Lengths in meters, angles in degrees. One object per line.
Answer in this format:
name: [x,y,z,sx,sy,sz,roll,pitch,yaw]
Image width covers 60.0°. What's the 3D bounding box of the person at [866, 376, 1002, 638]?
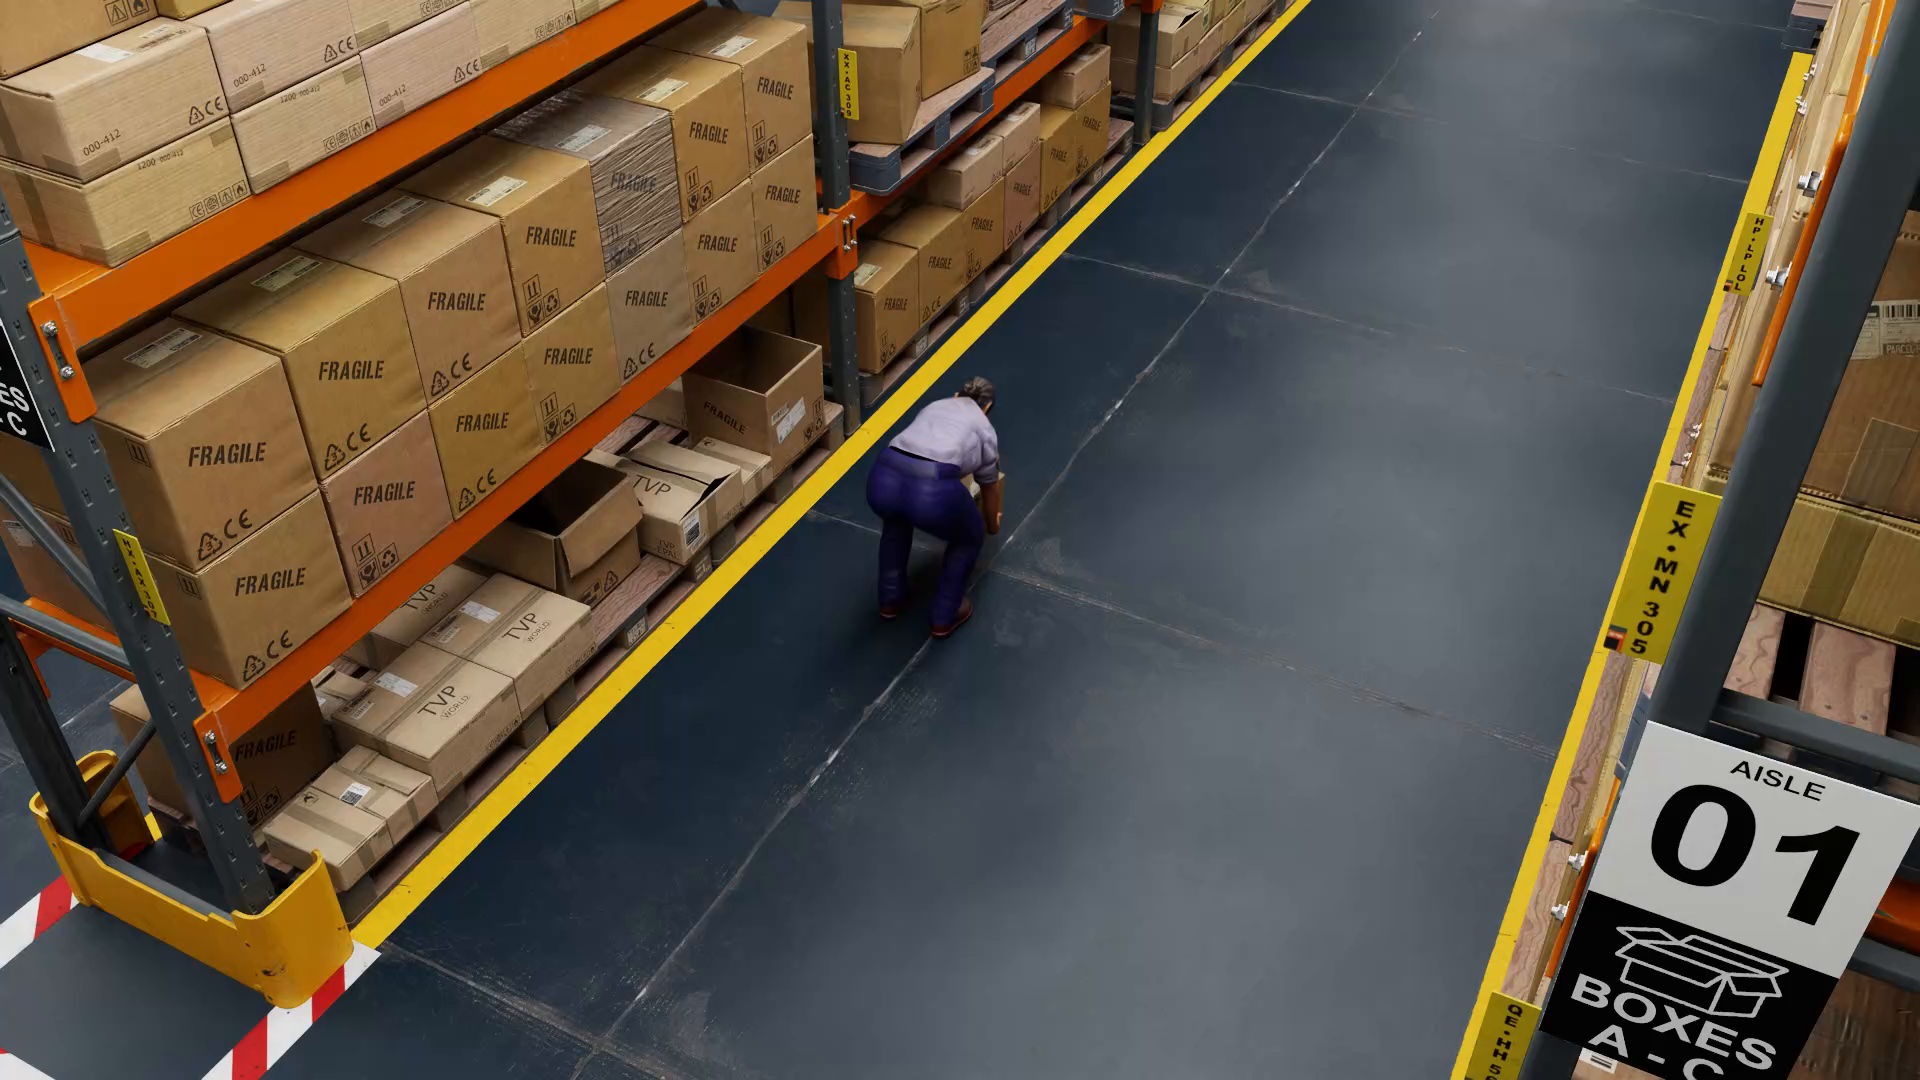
person: [-0.079,-0.163,7.503,0.488,0.989,0.911,16,41,19]
